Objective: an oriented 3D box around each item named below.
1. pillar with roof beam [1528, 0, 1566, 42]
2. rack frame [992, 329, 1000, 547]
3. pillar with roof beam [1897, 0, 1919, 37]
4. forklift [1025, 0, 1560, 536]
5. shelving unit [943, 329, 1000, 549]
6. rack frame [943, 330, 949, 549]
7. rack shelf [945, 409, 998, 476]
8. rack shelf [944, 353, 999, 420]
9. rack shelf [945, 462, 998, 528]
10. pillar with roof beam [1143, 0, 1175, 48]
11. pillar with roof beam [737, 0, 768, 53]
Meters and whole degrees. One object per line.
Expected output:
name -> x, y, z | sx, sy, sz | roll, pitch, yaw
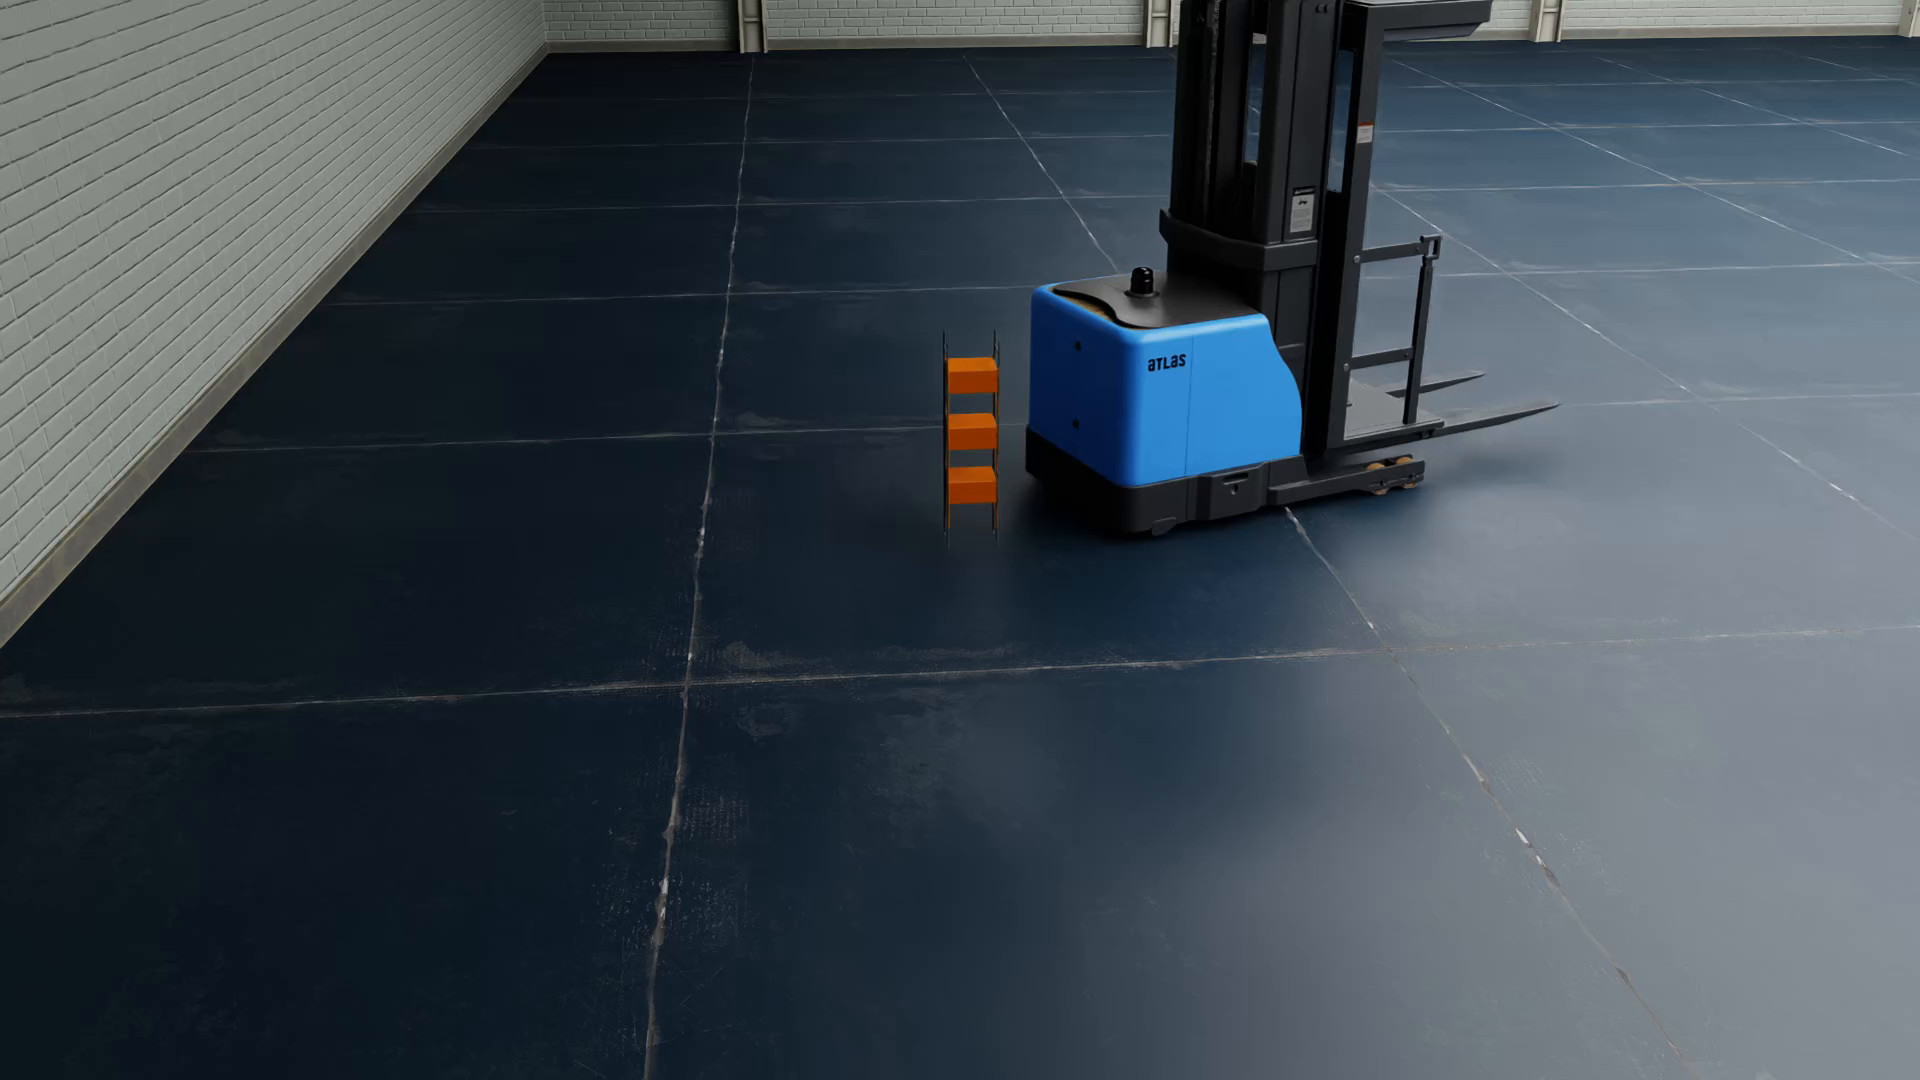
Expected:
pillar with roof beam -> 9.348, -10.006, 19.682 | 0.400, 9.000, 9.100 | -2, 24, -5
rack frame -> 0.175, -0.487, 8.053 | 0.008, 1.050, 0.200 | -2, 24, -5
pillar with roof beam -> 15.319, -10.245, 20.220 | 0.400, 9.000, 9.100 | -2, 24, -5
forklift -> 1.905, -1.756, 8.593 | 3.031, 2.935, 1.130 | -11, 26, -24
shelving unit -> 0.053, -0.482, 8.042 | 0.252, 1.050, 0.215 | -2, 24, -5
rack frame -> -0.068, -0.477, 8.031 | 0.008, 1.050, 0.200 | -2, 24, -5
rack shelf -> 0.053, -0.472, 8.046 | 0.240, 0.259, 0.215 | -2, 24, -5
rack shelf -> 0.053, -0.732, 7.931 | 0.240, 0.259, 0.215 | -2, 24, -5
rack shelf -> 0.053, -0.218, 8.159 | 0.240, 0.259, 0.215 | -2, 24, -5
pillar with roof beam -> 3.377, -9.766, 19.143 | 0.400, 9.000, 9.100 | -2, 24, -5
pillar with roof beam -> -2.594, -9.526, 18.604 | 0.400, 9.000, 9.100 | -2, 24, -5
